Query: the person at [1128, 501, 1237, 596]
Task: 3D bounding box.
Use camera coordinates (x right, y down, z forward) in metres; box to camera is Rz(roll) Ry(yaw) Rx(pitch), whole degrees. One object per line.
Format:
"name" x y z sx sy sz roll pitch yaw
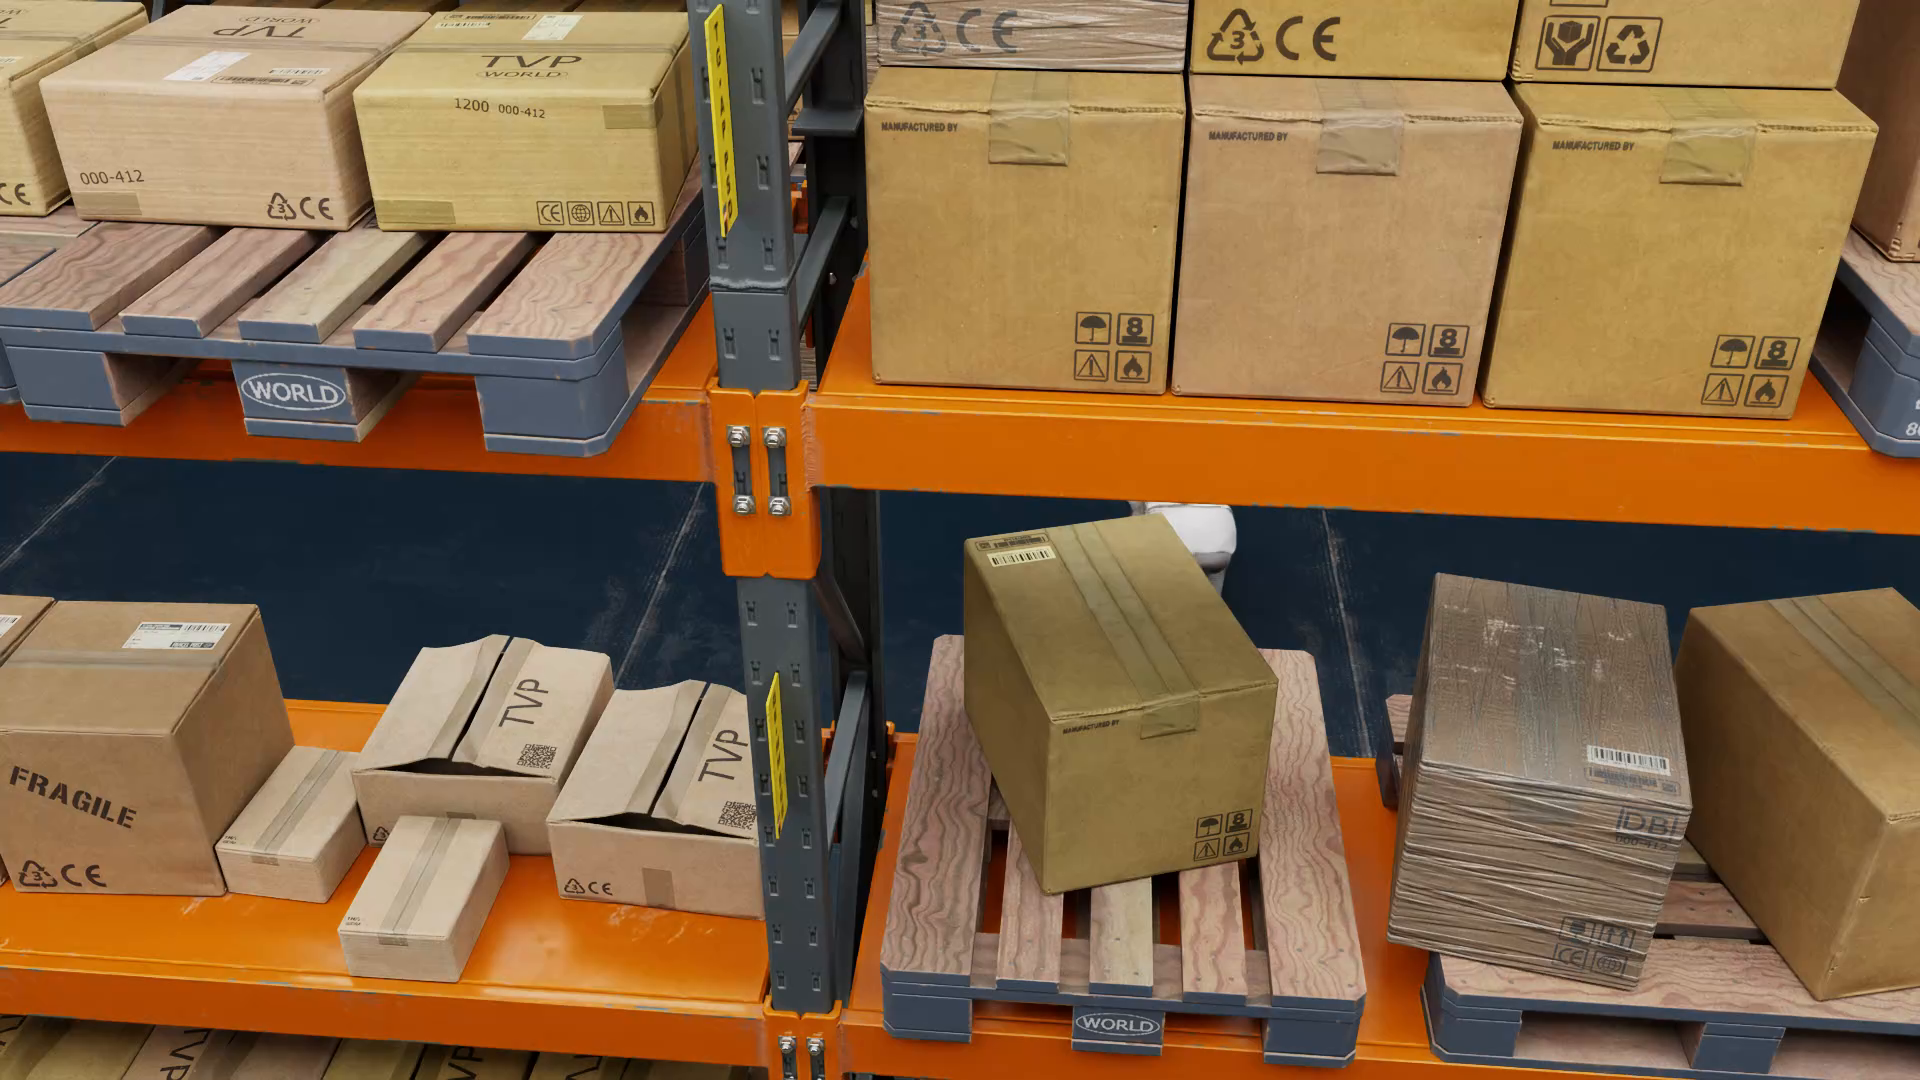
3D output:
"person" 0.931 -0.062 7.101 0.456 0.773 0.923 2 32 3
